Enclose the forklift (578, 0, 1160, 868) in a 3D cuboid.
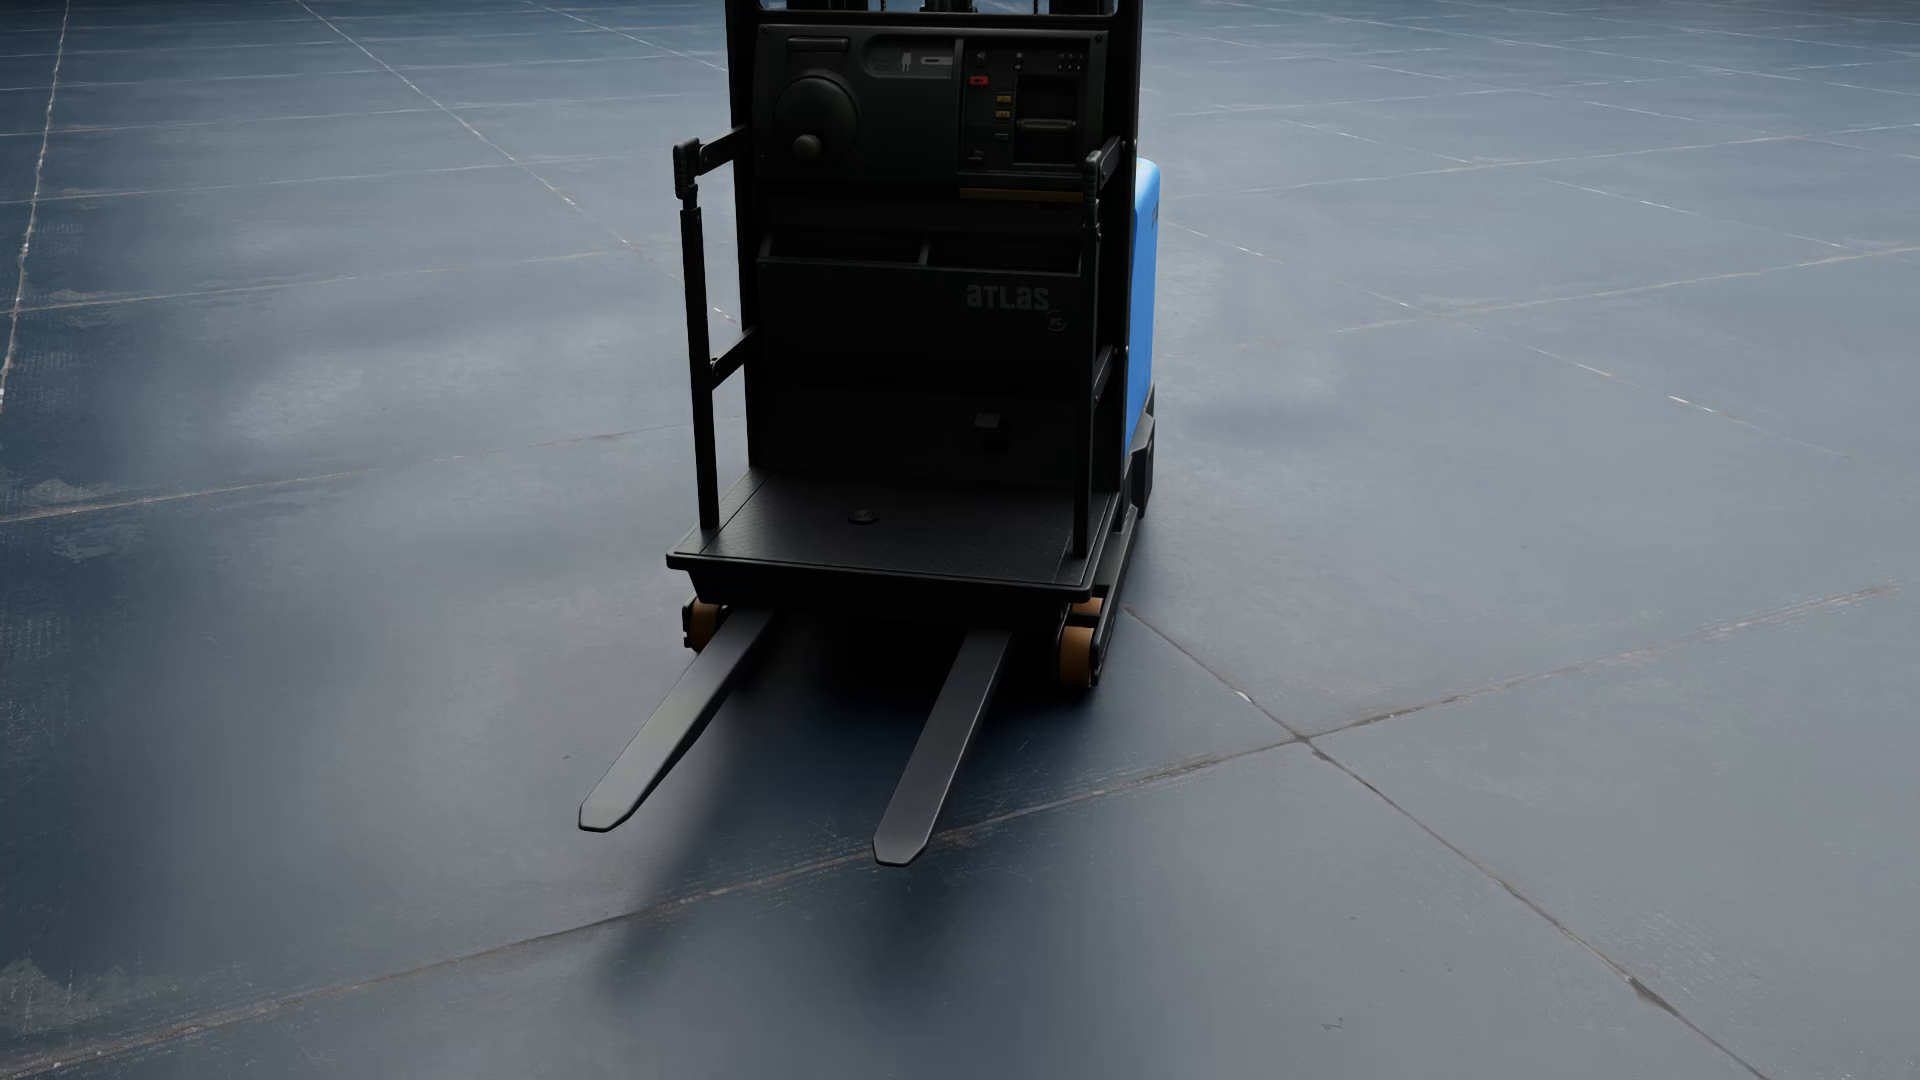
[{"bbox_3d":[-0.125,-1.121,4.125,1.130,2.935,3.031,4,23,11],"label":"forklift"}]
